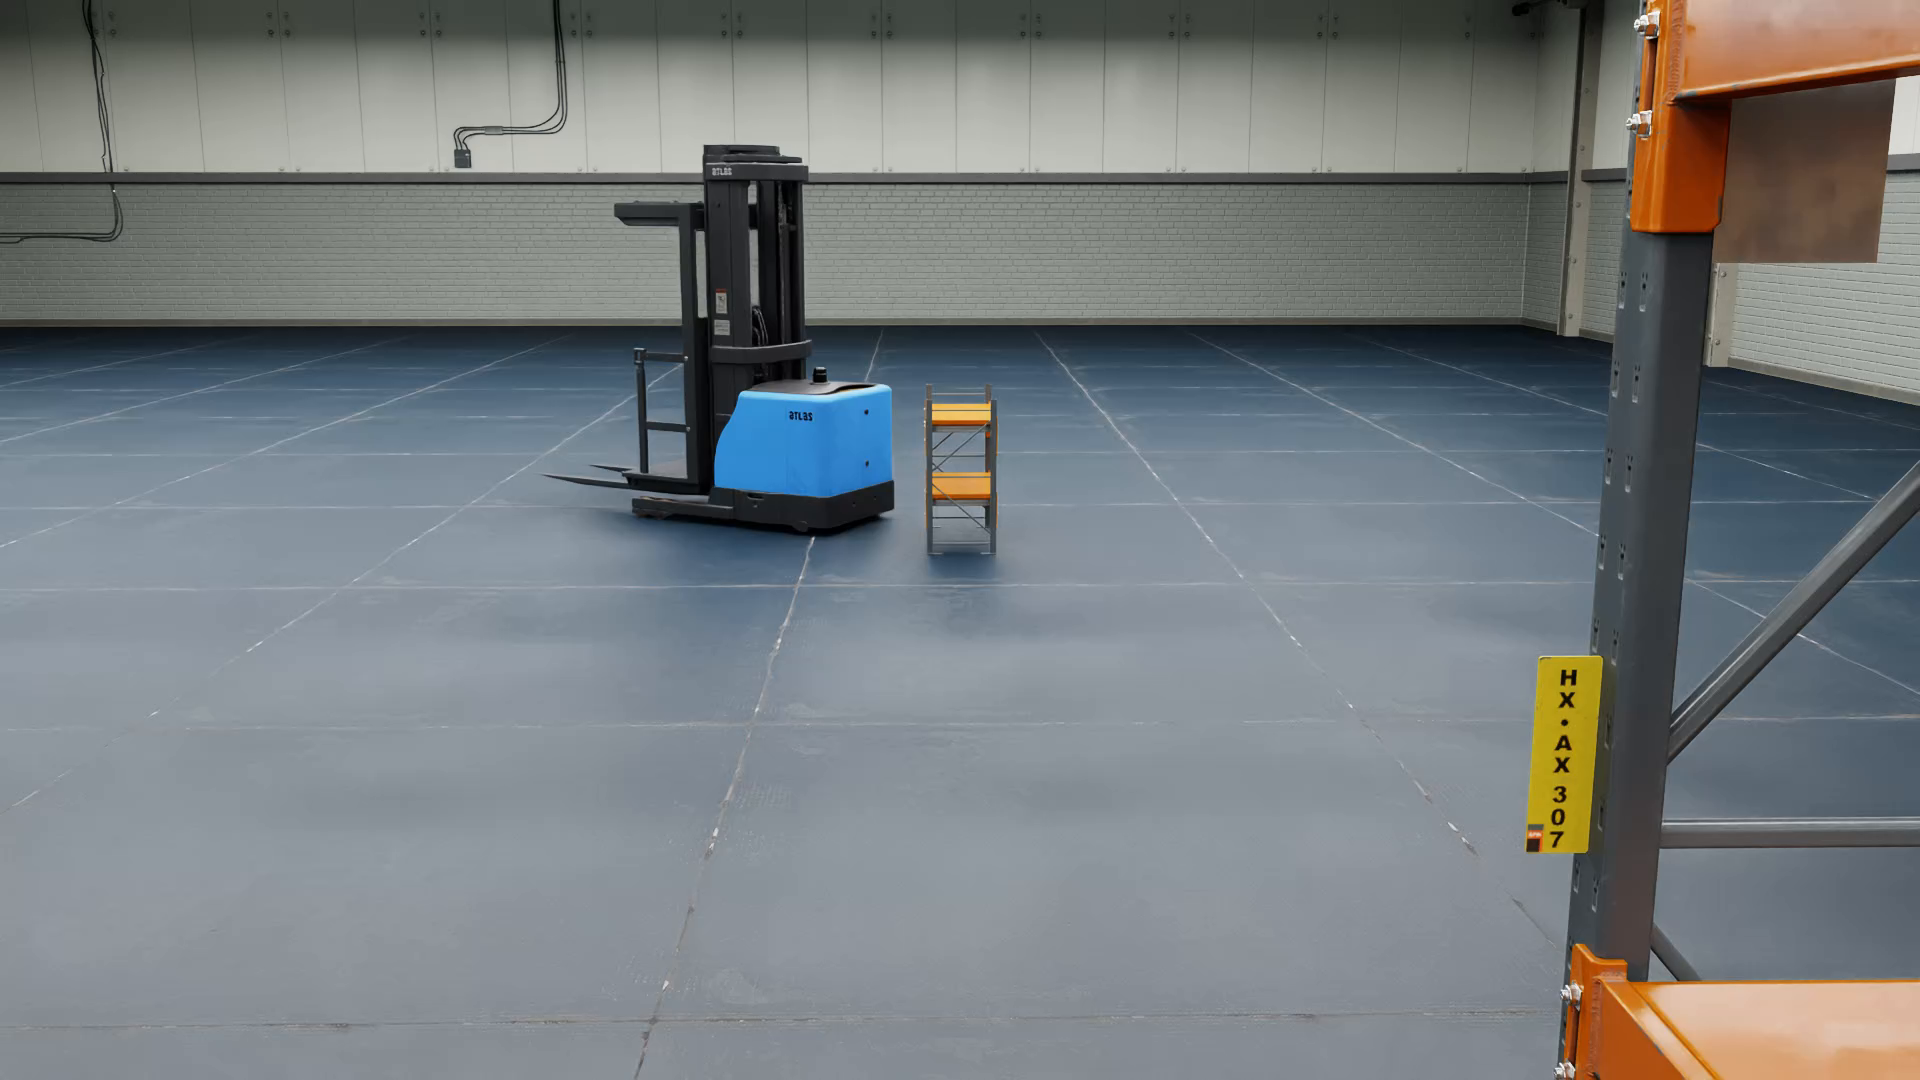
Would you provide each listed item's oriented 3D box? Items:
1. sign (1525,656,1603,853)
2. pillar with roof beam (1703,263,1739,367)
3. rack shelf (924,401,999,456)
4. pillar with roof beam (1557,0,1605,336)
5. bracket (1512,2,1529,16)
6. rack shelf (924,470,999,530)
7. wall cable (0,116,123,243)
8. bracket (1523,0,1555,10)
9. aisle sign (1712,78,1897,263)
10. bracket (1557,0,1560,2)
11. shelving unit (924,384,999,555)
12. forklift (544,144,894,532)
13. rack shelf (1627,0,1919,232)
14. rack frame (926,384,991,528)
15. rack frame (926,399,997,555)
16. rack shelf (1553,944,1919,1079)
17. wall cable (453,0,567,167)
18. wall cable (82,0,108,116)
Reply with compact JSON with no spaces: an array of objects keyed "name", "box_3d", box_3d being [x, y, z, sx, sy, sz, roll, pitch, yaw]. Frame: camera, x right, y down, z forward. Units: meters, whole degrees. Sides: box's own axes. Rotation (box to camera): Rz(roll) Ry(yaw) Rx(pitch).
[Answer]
[{"name":"sign","box_3d":[0.956,0.342,2.635,0.100,0.325,0.005,0,11,-1]},{"name":"pillar with roof beam","box_3d":[7.491,-7.122,25.034,9.100,9.000,0.400,0,11,-1]},{"name":"rack shelf","box_3d":[0.000,-0.837,12.382,0.538,0.278,1.000,0,11,-1]},{"name":"pillar with roof beam","box_3d":[7.367,-8.315,30.913,9.100,9.000,0.548,0,11,-1]},{"name":"bracket","box_3d":[11.258,-10.649,33.363,0.235,0.232,0.430,0,11,-1]},{"name":"rack shelf","box_3d":[0.000,-0.310,12.489,0.538,0.278,1.000,0,11,-1]},{"name":"wall cable","box_3d":[-18.561,-7.273,33.584,3.097,2.526,0.112,0,11,-1]},{"name":"bracket","box_3d":[11.270,-10.532,32.785,0.076,0.066,3.189,0,11,-1]},{"name":"aisle sign","box_3d":[1.212,-0.811,2.475,0.394,0.787,0.004,0,11,-1]},{"name":"bracket","box_3d":[11.307,-10.178,31.041,0.235,0.232,0.430,0,11,-1]},{"name":"shelving unit","box_3d":[0.000,-0.550,12.441,0.538,1.125,1.048,0,11,-1]},{"name":"forklift","box_3d":[-2.070,-1.683,13.485,3.031,2.935,1.130,6,13,29]},{"name":"rack shelf","box_3d":[1.548,-0.244,0.483,1.077,0.370,4.000,0,11,-1]},{"name":"rack frame","box_3d":[-0.010,-0.651,12.939,0.500,1.125,0.032,0,11,-1]},{"name":"rack frame","box_3d":[0.011,-0.449,11.943,0.500,1.125,0.032,0,11,-1]},{"name":"rack shelf","box_3d":[1.548,1.226,0.781,1.077,0.370,4.000,0,11,-1]},{"name":"wall cable","box_3d":[-9.070,-10.497,33.114,2.305,6.003,0.169,0,11,-1]},{"name":"wall cable","box_3d":[-15.857,-9.759,33.137,3.097,2.526,0.112,0,11,-1]}]
